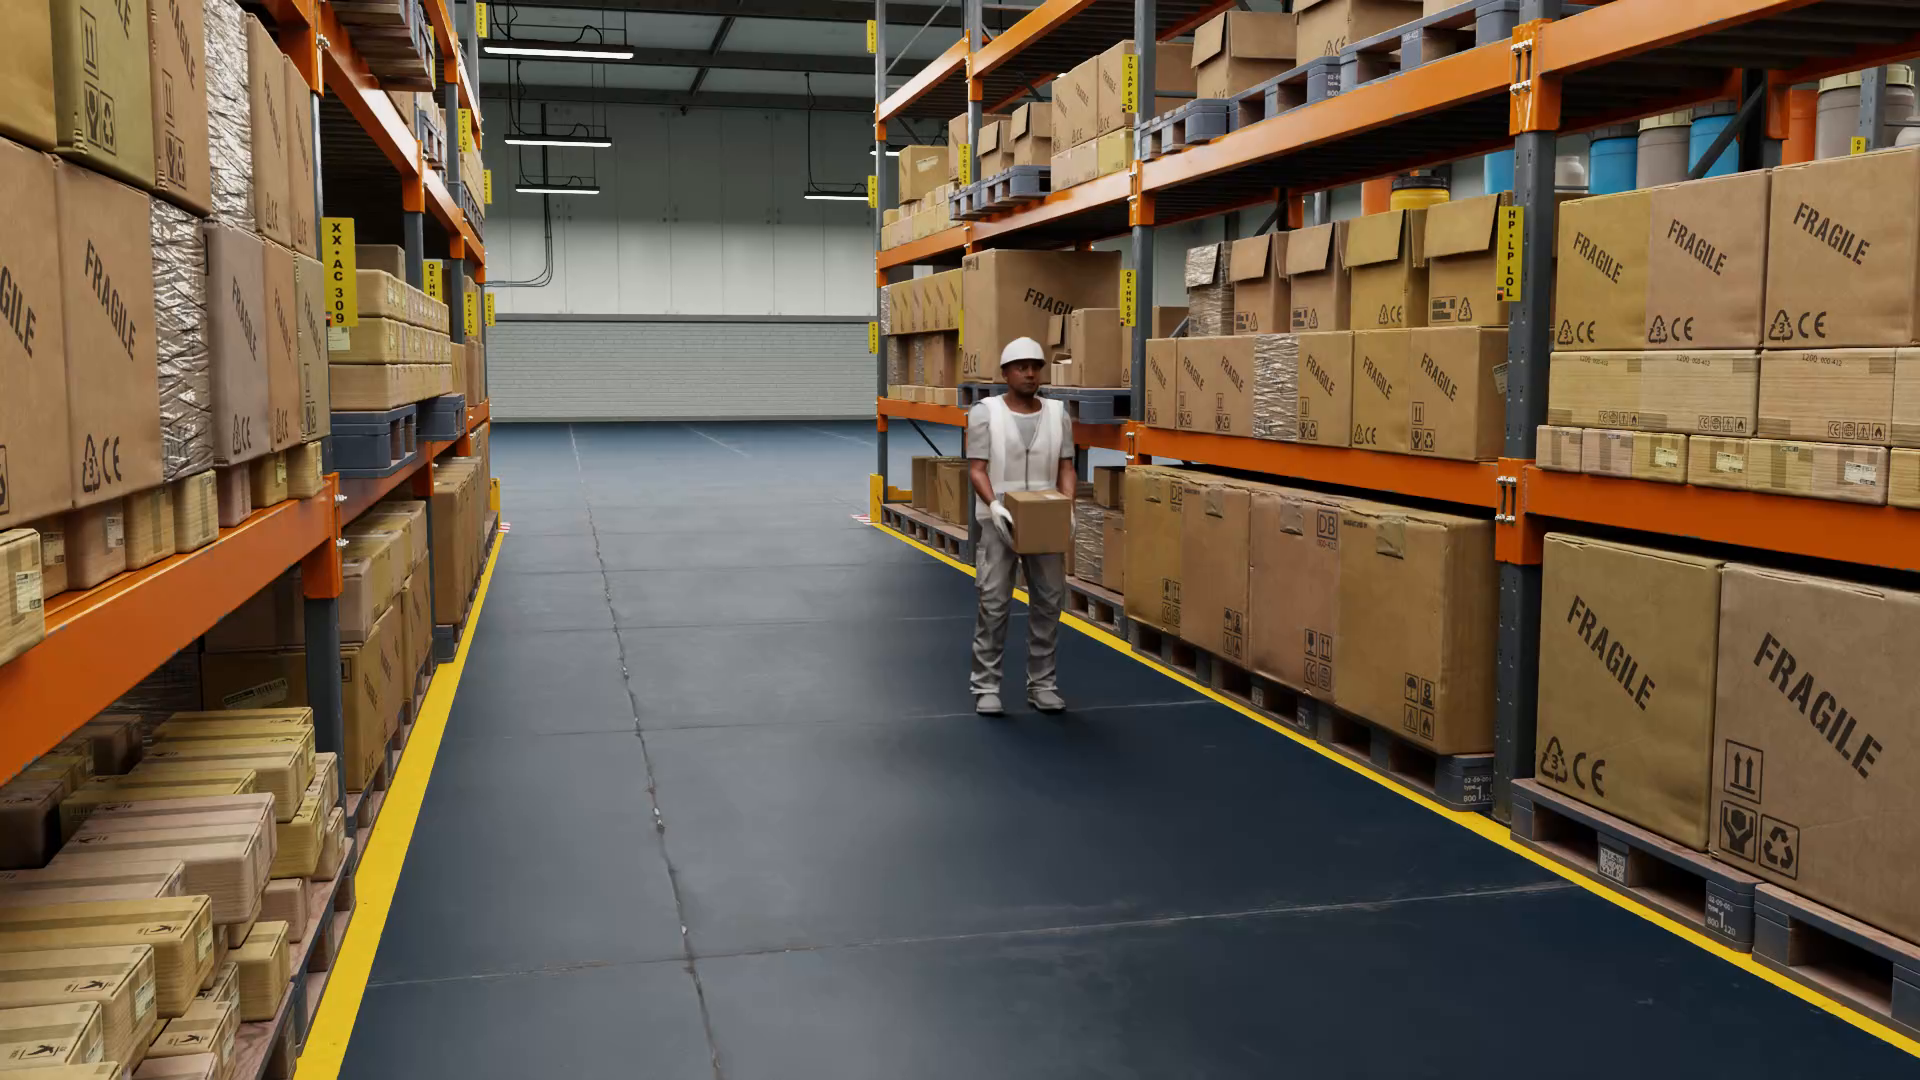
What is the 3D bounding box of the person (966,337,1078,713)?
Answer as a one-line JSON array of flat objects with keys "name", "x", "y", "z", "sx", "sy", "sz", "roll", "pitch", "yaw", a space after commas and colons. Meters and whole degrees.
[{"name": "person", "x": 0.310, "y": -0.067, "z": 7.909, "sx": 0.542, "sy": 1.789, "sz": 0.520, "roll": -2, "pitch": 6, "yaw": -14}]
